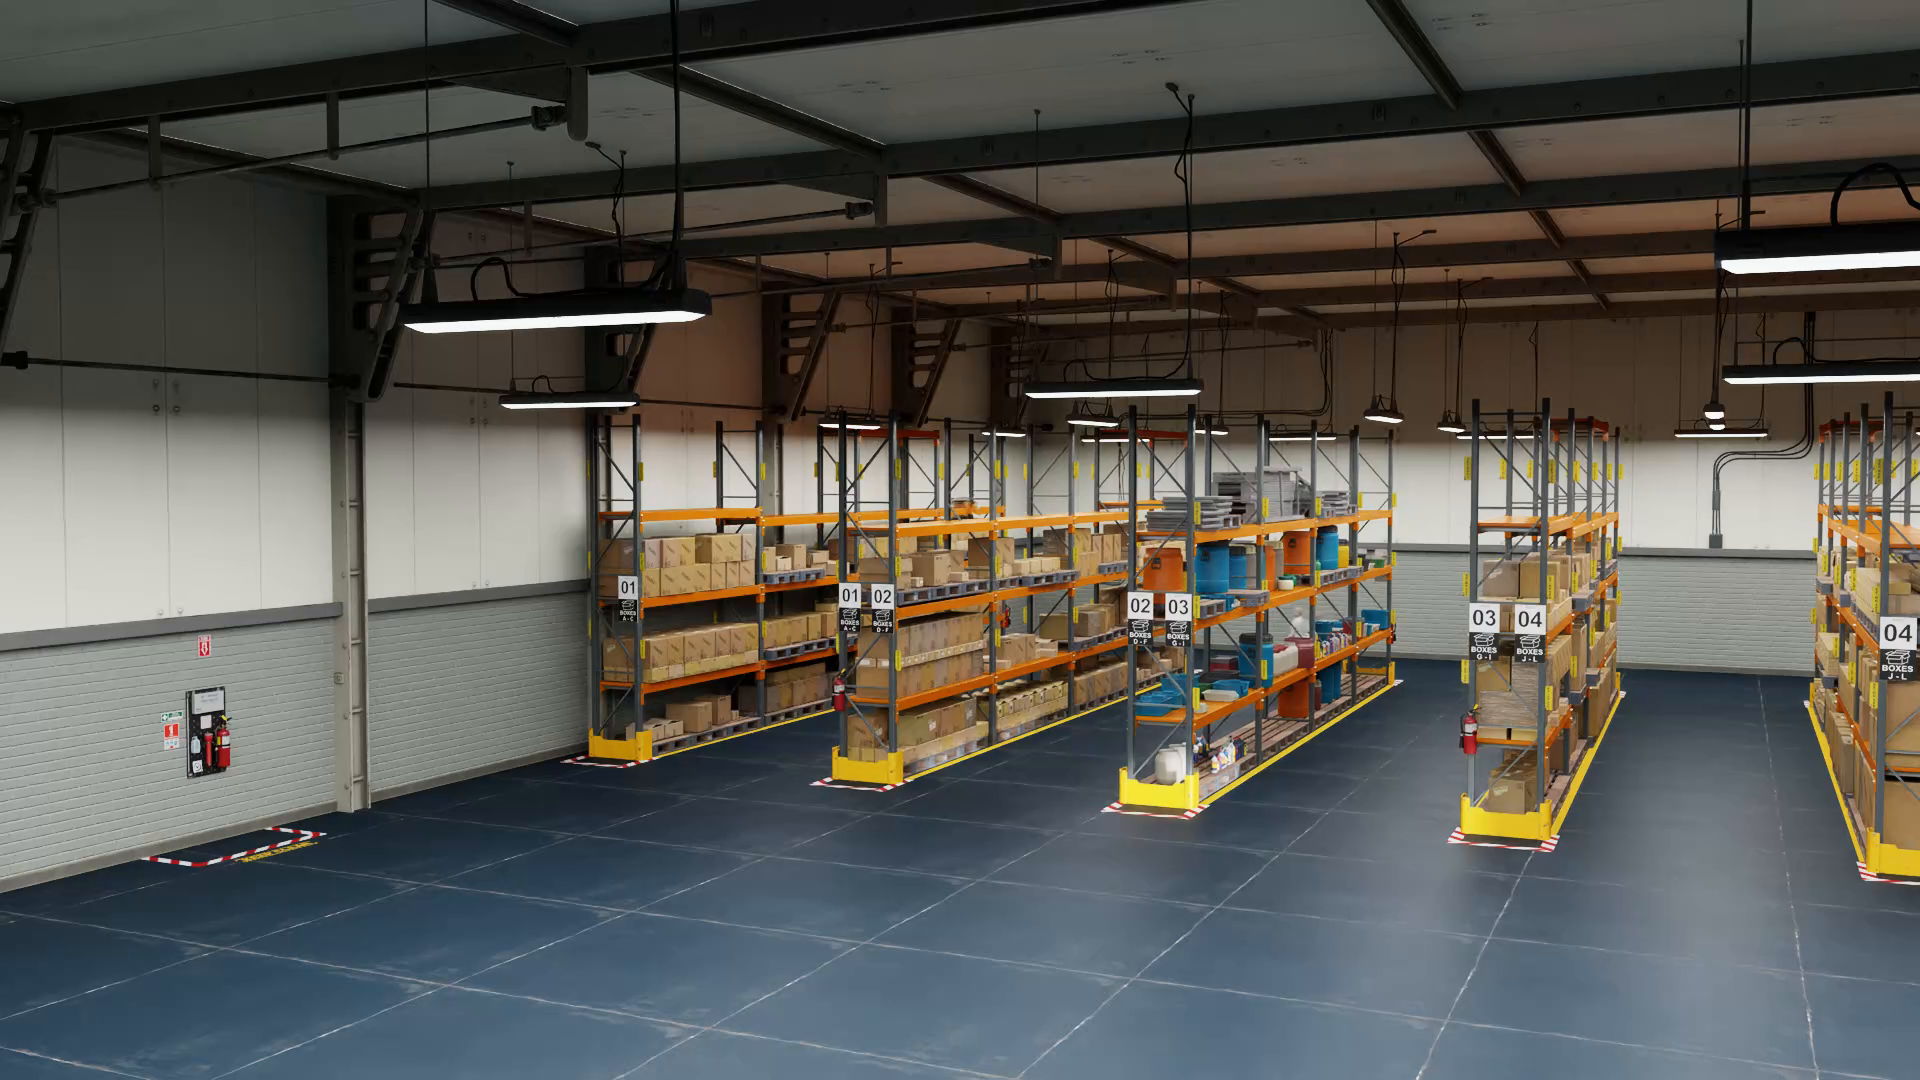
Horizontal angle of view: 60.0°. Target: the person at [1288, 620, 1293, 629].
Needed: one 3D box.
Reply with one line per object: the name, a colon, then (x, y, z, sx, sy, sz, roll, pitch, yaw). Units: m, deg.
person: (7.973, 2.636, 39.659, 0.710, 1.601, 0.311, 2, 3, 33)
